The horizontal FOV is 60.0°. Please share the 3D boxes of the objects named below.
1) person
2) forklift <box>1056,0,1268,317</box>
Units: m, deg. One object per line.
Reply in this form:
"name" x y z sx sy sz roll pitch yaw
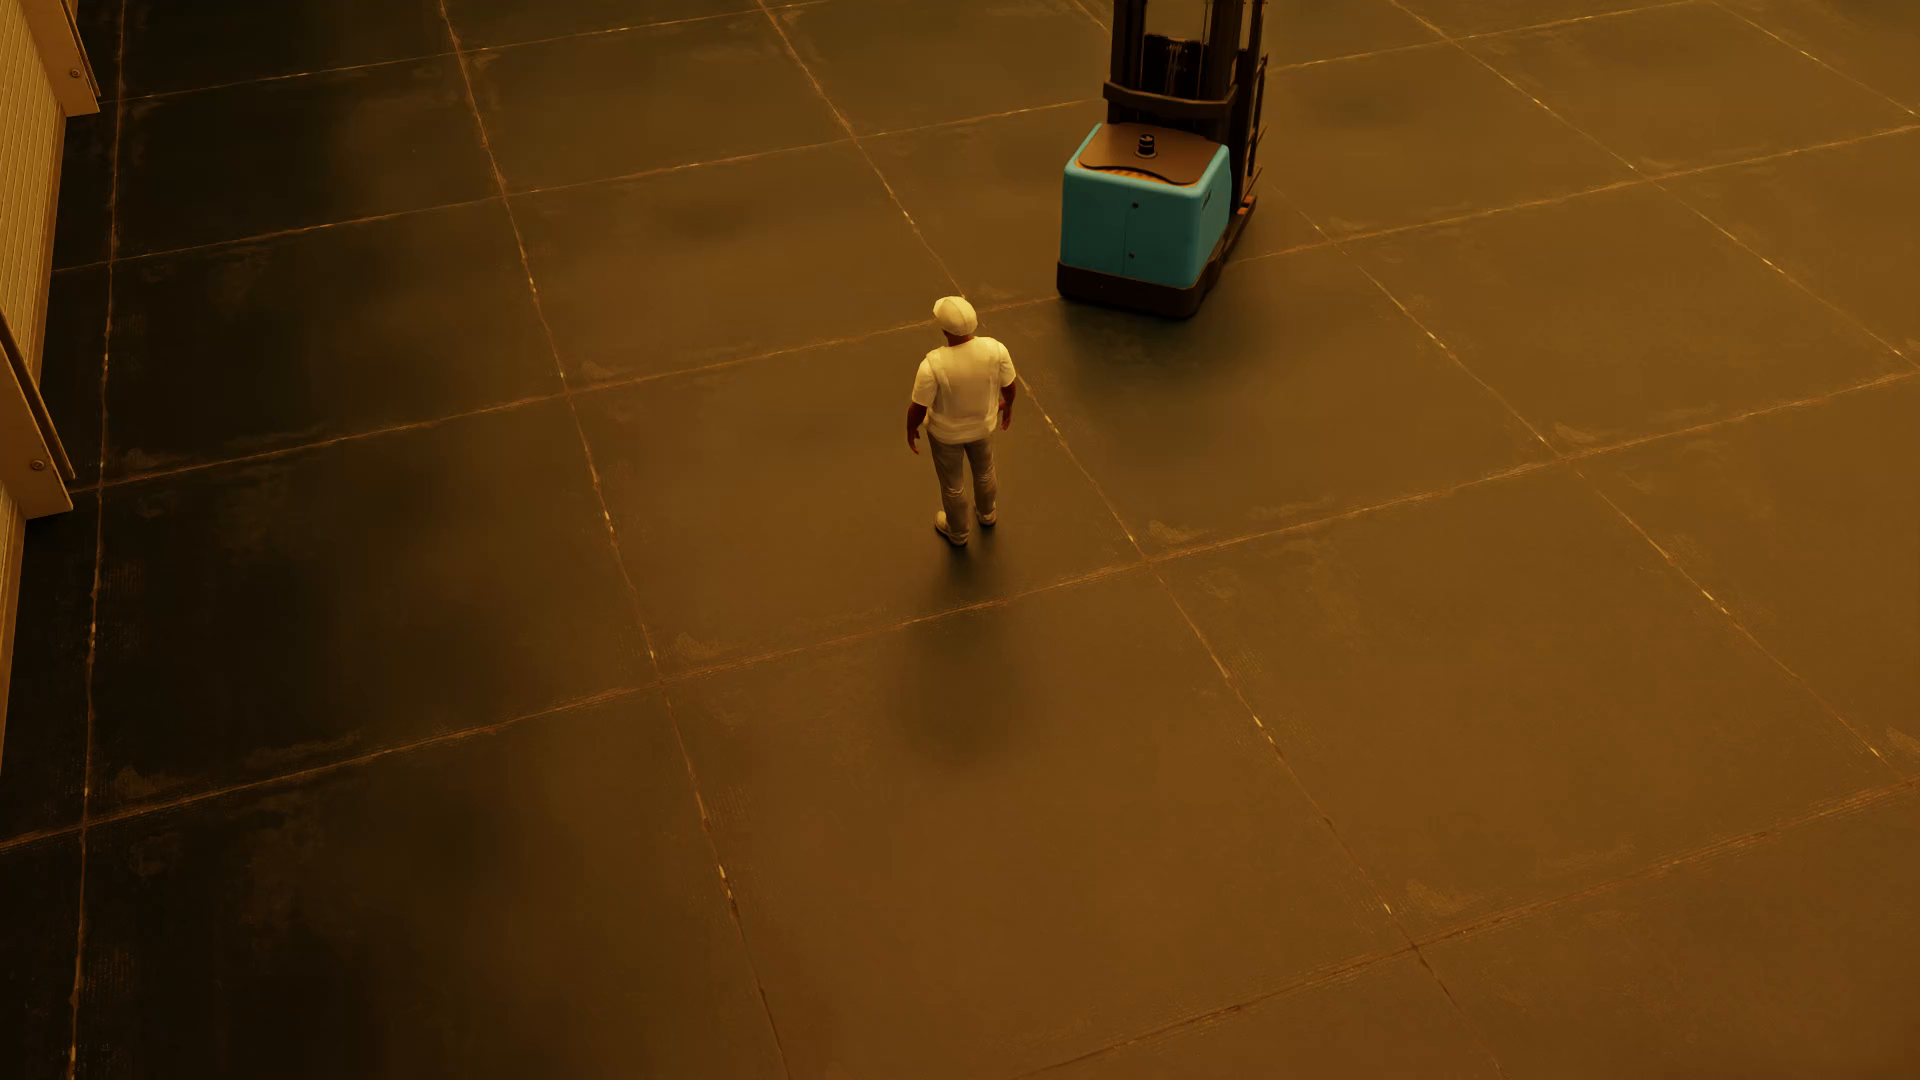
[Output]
"person" -0.019 -0.725 9.755 0.666 1.768 0.575 -13 42 -15
"forklift" 1.739 -3.695 12.397 1.130 2.935 3.031 14 42 17
